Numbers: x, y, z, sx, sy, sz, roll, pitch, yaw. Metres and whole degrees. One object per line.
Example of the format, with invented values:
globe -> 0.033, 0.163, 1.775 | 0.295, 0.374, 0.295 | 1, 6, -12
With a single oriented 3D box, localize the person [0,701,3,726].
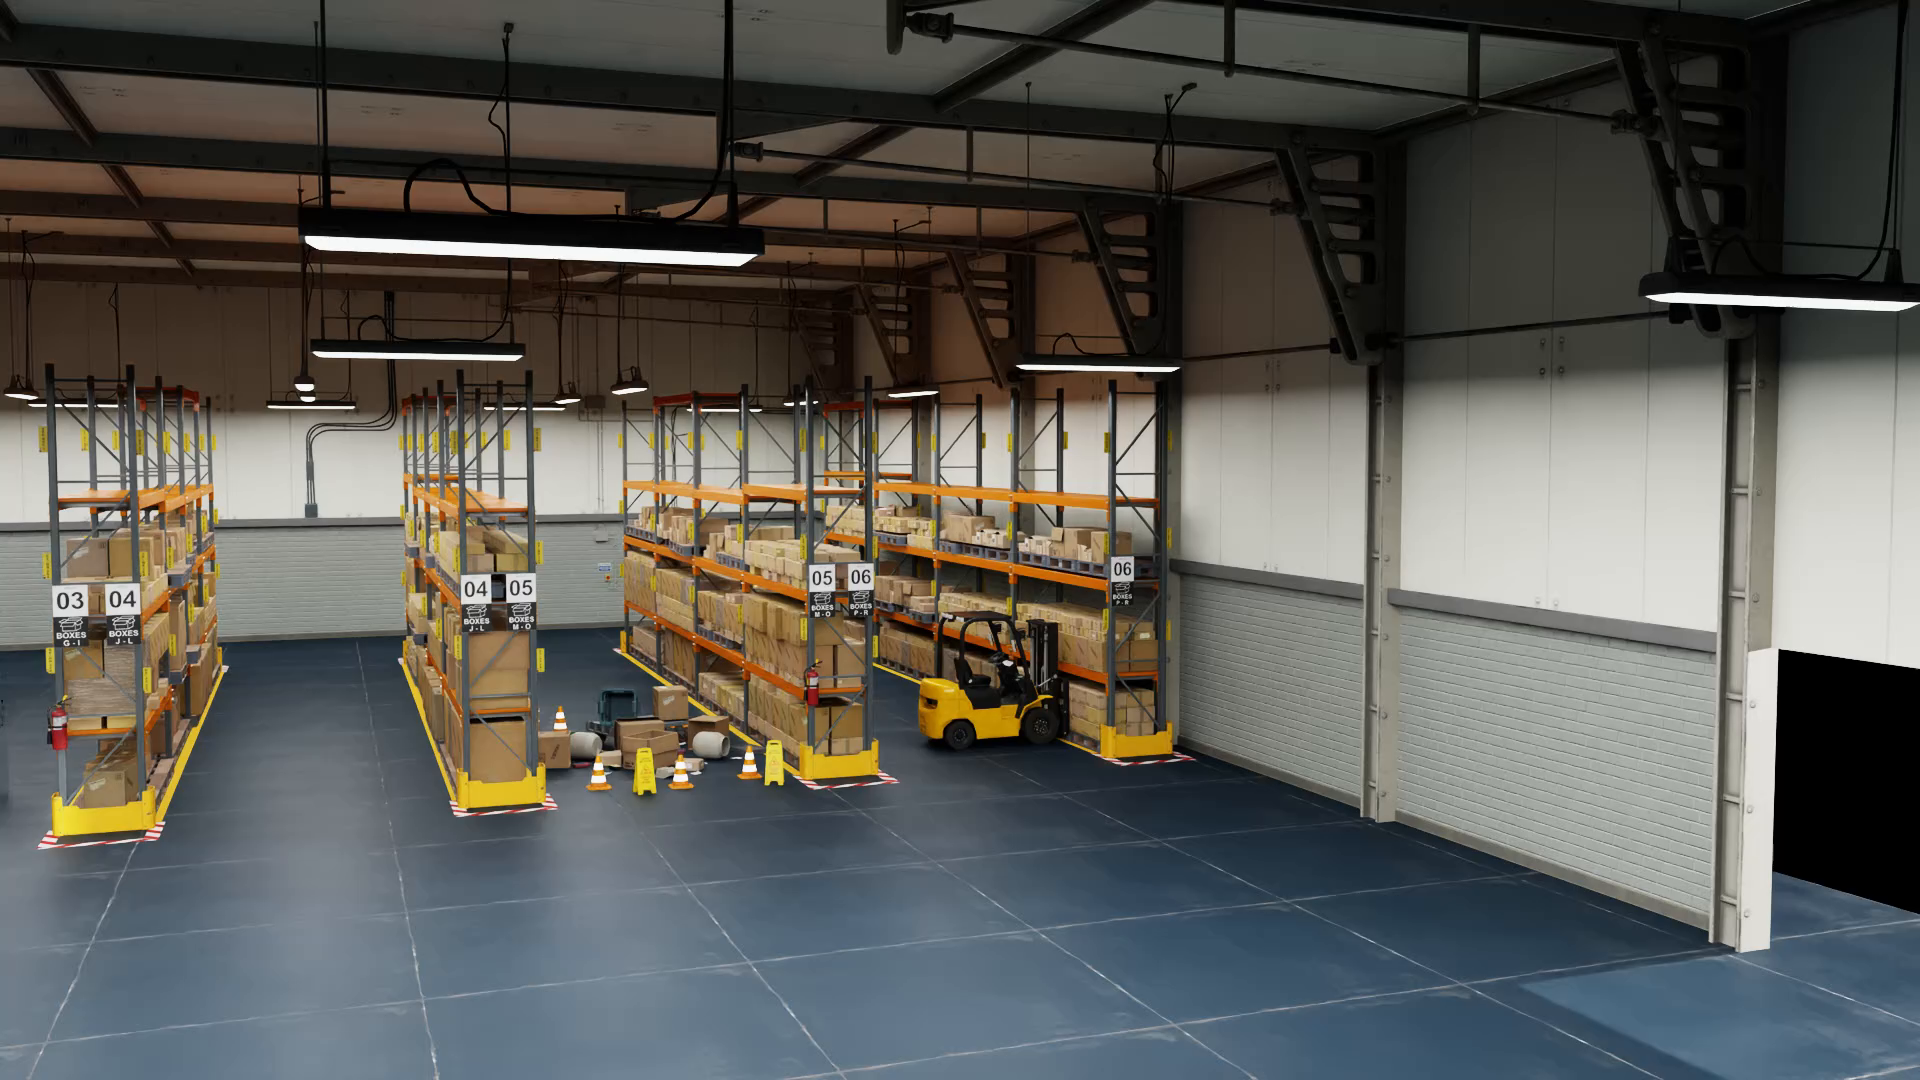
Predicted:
person -> -13.762, 2.808, 23.322 | 0.558, 1.715, 0.766 | -1, 4, -21

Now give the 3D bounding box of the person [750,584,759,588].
person -> -5.200, 1.704, 41.568 | 0.924, 1.736, 0.584 | -2, 4, -30
